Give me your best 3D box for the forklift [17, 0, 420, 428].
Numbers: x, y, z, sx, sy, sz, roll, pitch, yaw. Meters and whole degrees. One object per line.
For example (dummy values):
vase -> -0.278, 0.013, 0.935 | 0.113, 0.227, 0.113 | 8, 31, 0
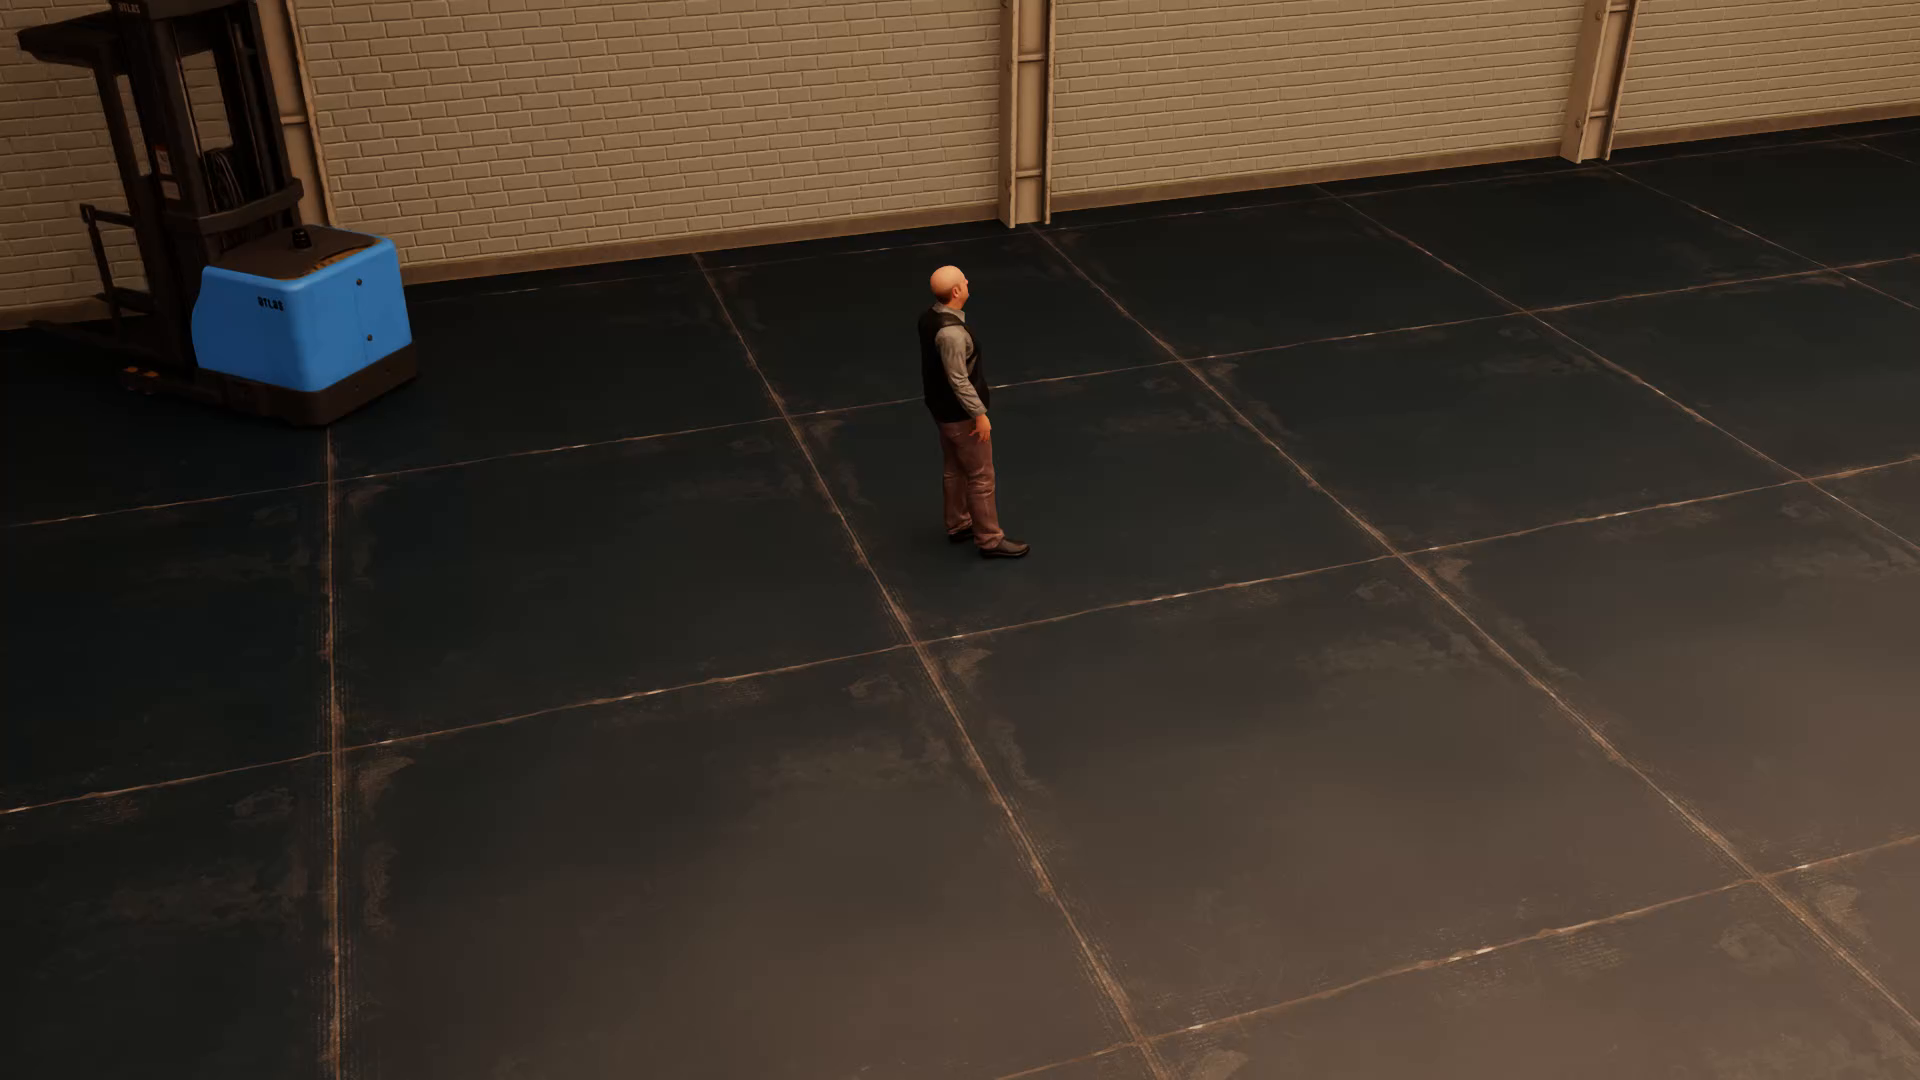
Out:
forklift -> -5.449, -2.522, 11.470 | 3.031, 2.935, 1.130 | 13, 32, 22

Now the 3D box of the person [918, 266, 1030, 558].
person -> 0.069, -0.760, 9.606 | 0.552, 1.720, 0.632 | -10, 31, -16
